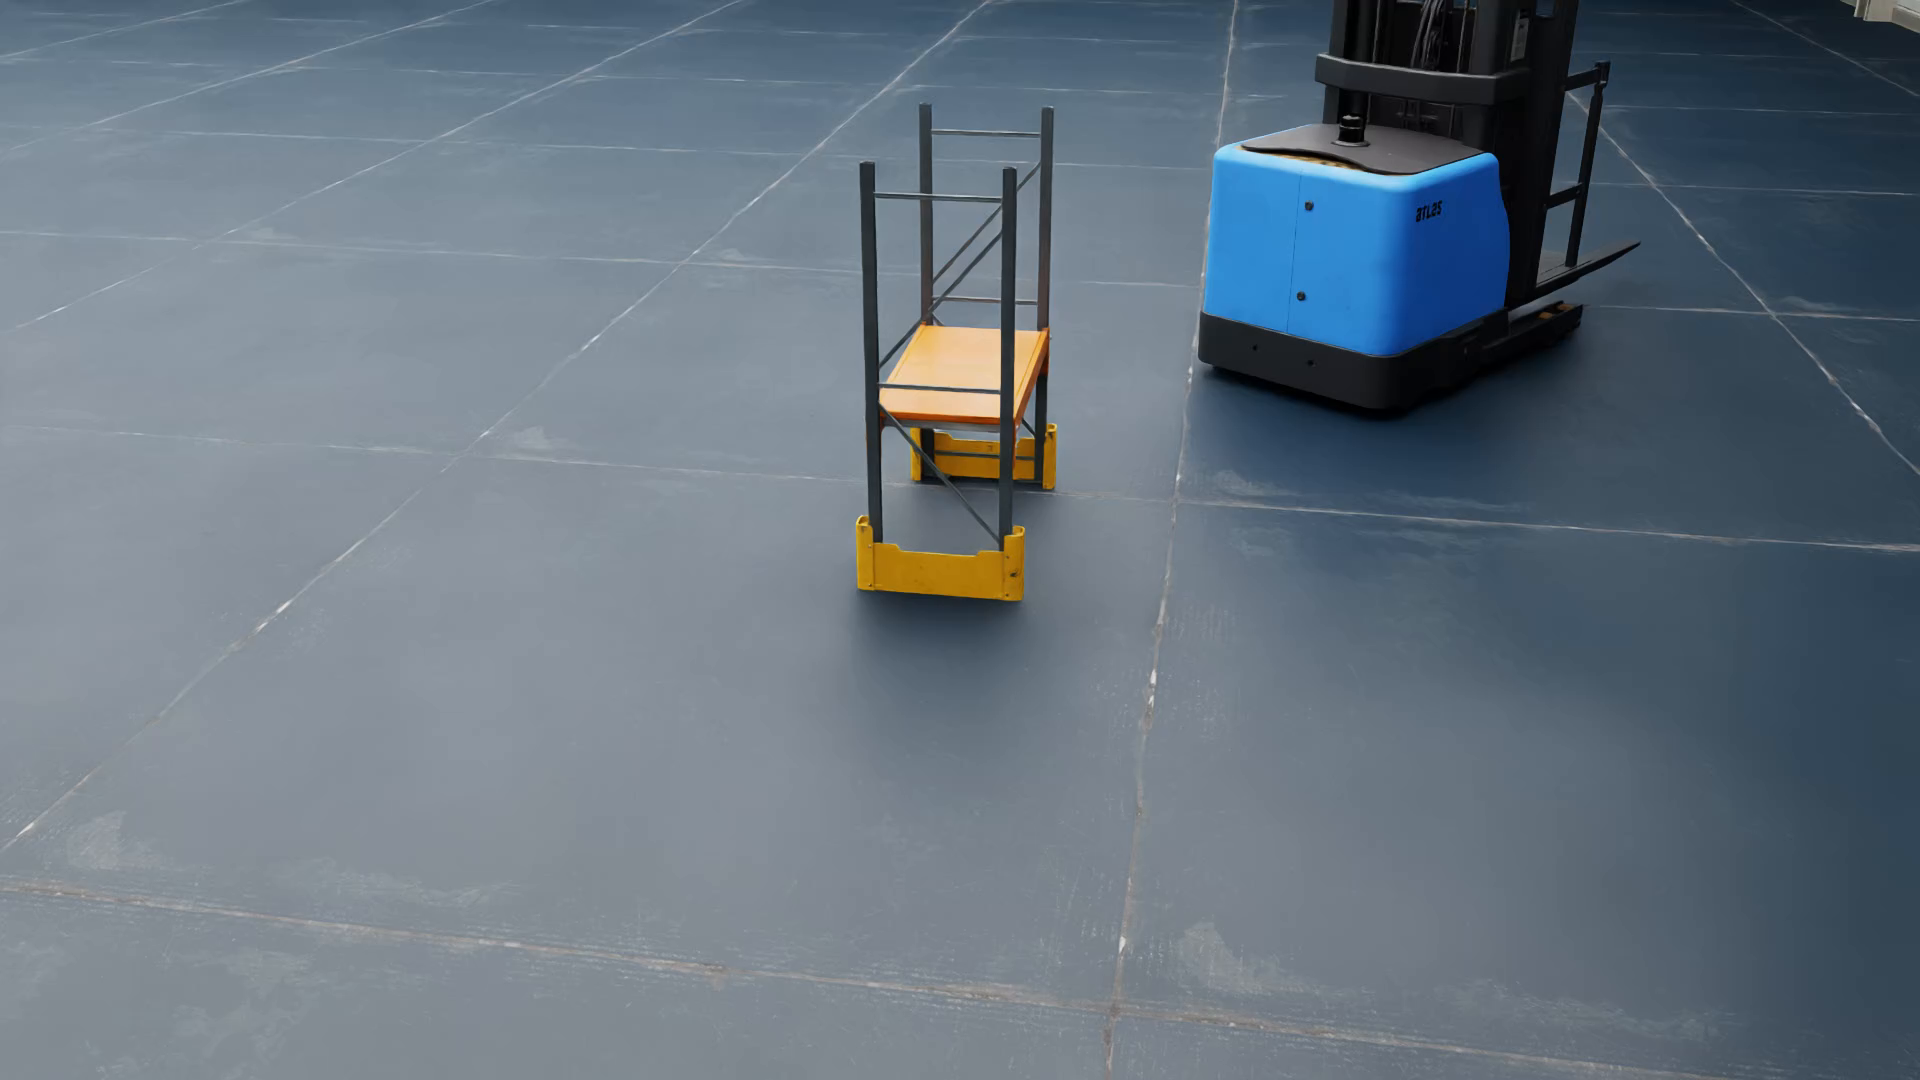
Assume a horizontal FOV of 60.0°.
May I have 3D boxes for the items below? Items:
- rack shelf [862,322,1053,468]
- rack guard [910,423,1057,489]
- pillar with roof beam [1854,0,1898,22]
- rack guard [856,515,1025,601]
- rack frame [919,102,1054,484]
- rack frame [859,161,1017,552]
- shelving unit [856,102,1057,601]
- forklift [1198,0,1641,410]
[{"bbox_3d":[0.014,-0.552,6.085,0.538,0.185,1.000,4,25,9],"label":"rack shelf"},{"bbox_3d":[0.094,-0.353,6.710,0.587,0.250,0.087,4,25,9],"label":"rack guard"},{"bbox_3d":[6.144,-10.301,17.641,9.100,9.000,0.400,4,25,9],"label":"pillar with roof beam"},{"bbox_3d":[-0.069,0.063,5.820,0.587,0.250,0.087,4,25,9],"label":"rack guard"},{"bbox_3d":[0.097,-0.928,6.462,0.500,1.500,0.032,4,25,9],"label":"rack frame"},{"bbox_3d":[-0.069,-0.502,5.554,0.500,1.500,0.032,4,25,9],"label":"rack frame"},{"bbox_3d":[0.012,-0.711,6.000,0.587,1.500,1.083,4,25,9],"label":"shelving unit"},{"bbox_3d":[2.519,-2.436,7.997,1.130,2.935,3.031,22,33,39],"label":"forklift"}]
